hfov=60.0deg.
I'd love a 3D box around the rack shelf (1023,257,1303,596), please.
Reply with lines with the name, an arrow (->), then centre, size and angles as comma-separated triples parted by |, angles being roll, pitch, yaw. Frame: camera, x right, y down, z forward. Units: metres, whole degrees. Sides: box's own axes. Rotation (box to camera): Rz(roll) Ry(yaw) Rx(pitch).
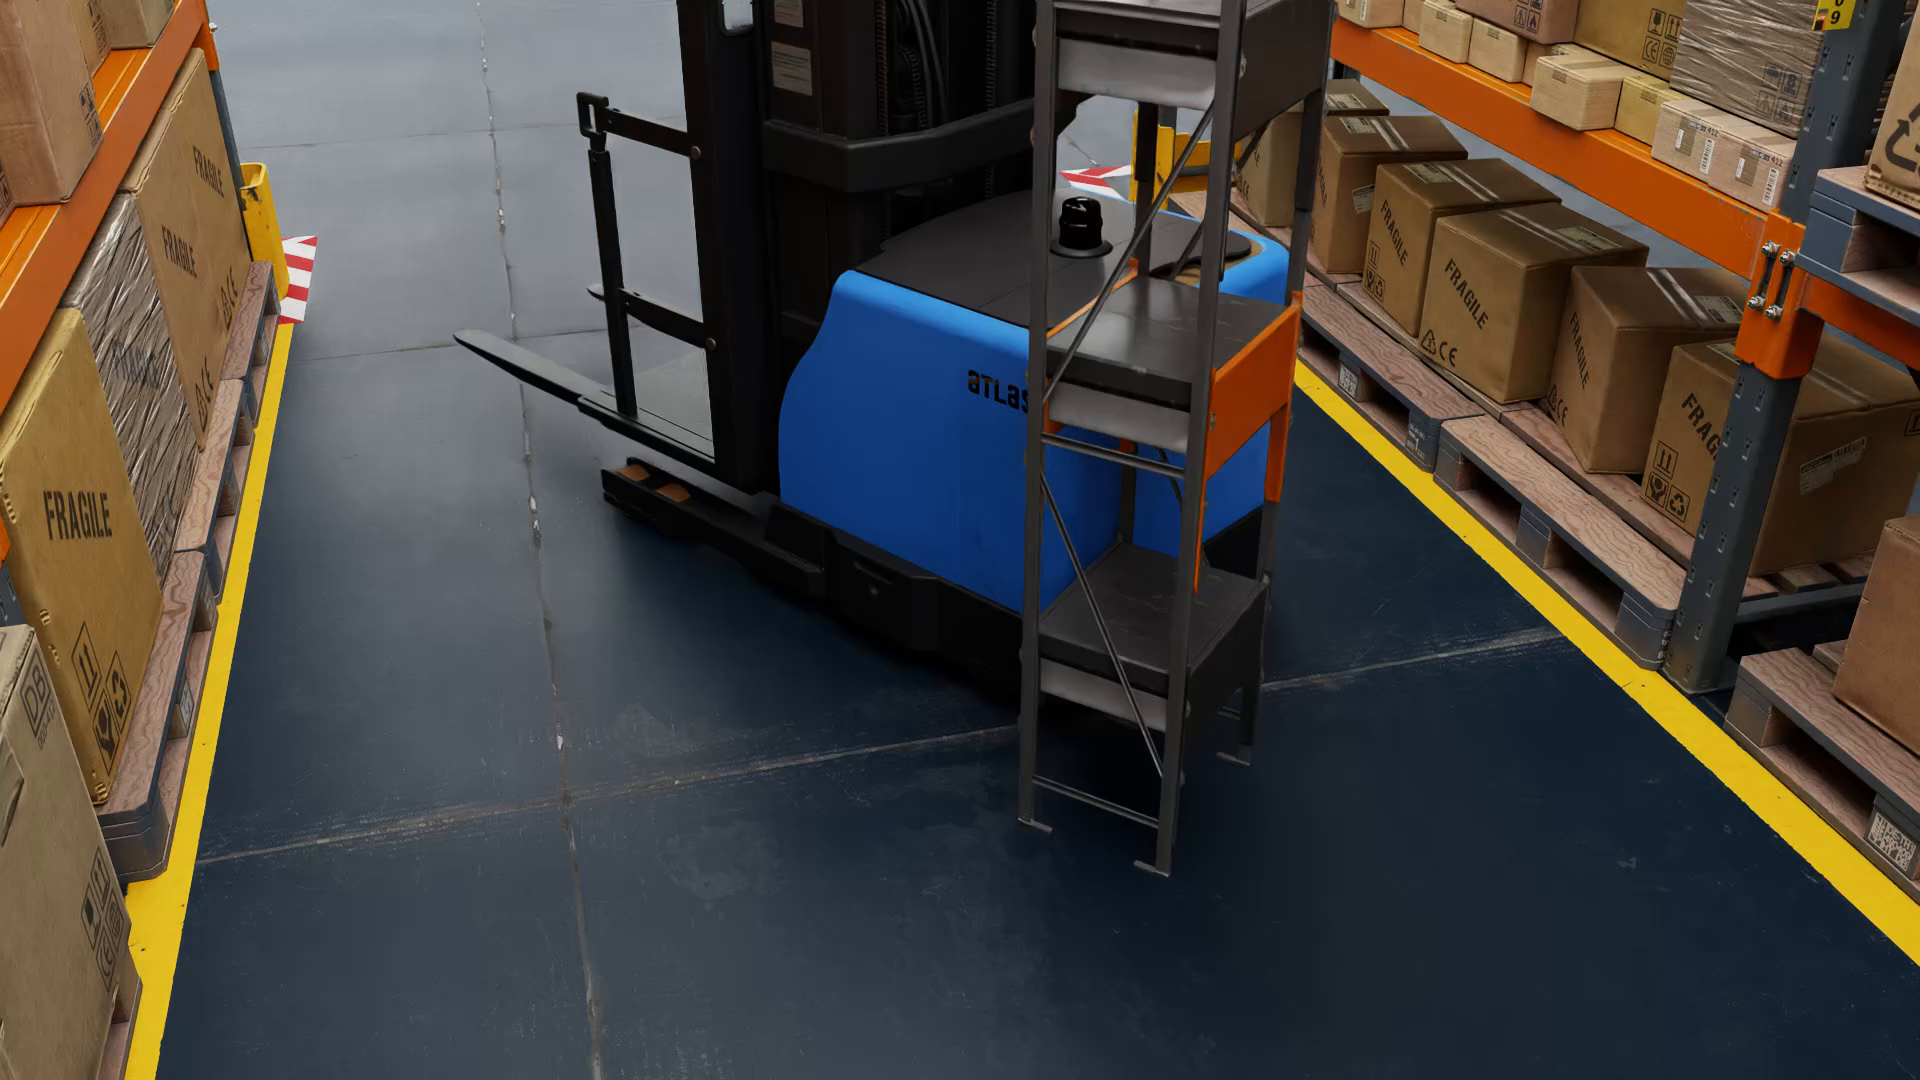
rack shelf -> 0.443, -0.263, 3.635 | 0.431, 0.518, 0.480 | 17, 34, 26

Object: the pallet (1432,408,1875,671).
pallet -> 2.226, -0.078, 5.175 | 1.003, 0.211, 1.213 | -8, 31, -13

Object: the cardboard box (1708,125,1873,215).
cardboard box -> 2.098, -0.922, 4.099 | 0.380, 0.149, 0.250 | -8, 31, -13

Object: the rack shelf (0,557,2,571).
rack shelf -> -1.840, 0.922, 1.380 | 1.077, 0.370, 4.000 | -8, 31, -13

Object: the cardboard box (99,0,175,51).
cardboard box -> -3.123, -1.916, 5.416 | 0.875, 0.550, 0.550 | -8, 31, -13

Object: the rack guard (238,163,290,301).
rack guard -> -3.439, -1.217, 6.853 | 1.175, 0.500, 0.348 | -8, 31, -13

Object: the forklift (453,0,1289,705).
forklift -> -0.516, -1.452, 4.833 | 3.031, 2.935, 1.130 | 24, 38, 35

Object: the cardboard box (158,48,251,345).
cardboard box -> -3.189, -1.230, 6.083 | 0.875, 0.875, 0.875 | -8, 31, -13

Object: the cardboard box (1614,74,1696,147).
cardboard box -> 2.032, -1.172, 4.532 | 0.380, 0.149, 0.250 | -8, 31, -13

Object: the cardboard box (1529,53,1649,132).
cardboard box -> 1.858, -1.278, 4.715 | 0.380, 0.149, 0.250 | -8, 31, -13

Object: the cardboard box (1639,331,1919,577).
cardboard box -> 2.371, -0.264, 4.788 | 0.500, 0.500, 0.500 | -9, 31, -15

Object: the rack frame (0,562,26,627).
rack frame -> -2.371, -0.355, 2.869 | 1.000, 3.000, 0.127 | -8, 31, -13

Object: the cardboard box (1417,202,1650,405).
cardboard box -> 1.971, -0.829, 5.764 | 0.500, 0.500, 0.500 | -11, 32, -18

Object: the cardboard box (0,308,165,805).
cardboard box -> -2.470, 0.070, 3.837 | 0.875, 0.875, 0.875 | -7, 31, -13

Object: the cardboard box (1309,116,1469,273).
cardboard box -> 1.718, -1.409, 6.767 | 0.500, 0.500, 0.500 | 0, 30, 0

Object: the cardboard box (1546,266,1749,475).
cardboard box -> 2.211, -0.540, 5.264 | 0.500, 0.500, 0.500 | 2, 30, 3

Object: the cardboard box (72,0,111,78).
cardboard box -> -3.095, -1.629, 4.920 | 0.875, 0.550, 0.550 | -8, 31, -13

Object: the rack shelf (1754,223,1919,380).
rack shelf -> 2.969, 0.312, 2.435 | 1.077, 0.370, 4.000 | -8, 31, -13

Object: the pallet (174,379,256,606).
pallet -> -2.824, -0.116, 5.240 | 1.003, 0.211, 1.213 | -8, 31, -13

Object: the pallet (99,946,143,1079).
pallet -> -2.093, 1.215, 2.941 | 1.003, 0.211, 1.213 | -8, 31, -13

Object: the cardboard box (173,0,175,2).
cardboard box -> -3.290, -2.179, 5.870 | 0.875, 0.550, 0.550 | -8, 31, -13

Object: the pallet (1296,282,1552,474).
pallet -> 1.899, -0.669, 6.195 | 1.003, 0.211, 1.213 | -8, 31, -13

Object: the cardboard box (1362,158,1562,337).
cardboard box -> 1.866, -1.105, 6.240 | 0.500, 0.500, 0.500 | -5, 30, -9

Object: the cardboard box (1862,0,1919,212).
cardboard box -> 2.514, -1.005, 2.973 | 1.000, 1.000, 1.000 | -8, 31, -13

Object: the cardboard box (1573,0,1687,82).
cardboard box -> 2.280, -1.609, 4.639 | 0.875, 0.500, 0.500 | -8, 31, -13

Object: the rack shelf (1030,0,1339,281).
rack shelf -> 0.443, -0.869, 3.285 | 0.431, 0.518, 0.480 | 17, 34, 26

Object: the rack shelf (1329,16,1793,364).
rack shelf -> 1.908, -1.620, 5.773 | 1.077, 0.370, 4.000 | -8, 31, -13

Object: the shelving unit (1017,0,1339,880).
shelving unit -> 0.443, -0.275, 3.628 | 0.431, 2.100, 0.503 | 17, 34, 26

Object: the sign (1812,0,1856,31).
sign -> 1.917, -1.264, 3.576 | 0.100, 0.325, 0.005 | -8, 31, -13

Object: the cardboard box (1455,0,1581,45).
cardboard box -> 2.050, -1.837, 5.033 | 0.875, 0.500, 0.500 | -8, 31, -13

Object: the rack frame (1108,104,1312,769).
rack frame -> 0.568, -0.379, 3.809 | 0.400, 2.100, 0.015 | 17, 34, 26

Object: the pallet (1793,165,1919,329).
pallet -> 2.501, -0.494, 3.301 | 1.003, 0.211, 1.213 | -8, 31, -13

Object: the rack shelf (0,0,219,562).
rack shelf -> -2.901, -1.009, 4.718 | 1.077, 0.370, 4.000 | -8, 31, -13

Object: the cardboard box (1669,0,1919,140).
cardboard box -> 2.379, -1.363, 4.214 | 0.875, 0.500, 0.500 | -8, 31, -13

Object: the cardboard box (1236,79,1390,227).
cardboard box -> 1.526, -1.694, 7.258 | 0.500, 0.500, 0.500 | -2, 30, -4

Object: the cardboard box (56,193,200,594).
cardboard box -> -2.713, -0.365, 4.588 | 0.875, 0.875, 0.875 | -8, 31, -13

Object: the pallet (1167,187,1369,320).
pallet -> 1.578, -1.257, 7.211 | 1.003, 0.211, 1.213 | -8, 31, -13

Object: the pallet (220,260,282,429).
pallet -> -3.145, -0.704, 6.256 | 1.003, 0.211, 1.213 | -8, 31, -13

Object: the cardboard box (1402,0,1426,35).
cardboard box -> 1.721, -1.779, 5.580 | 0.380, 0.149, 0.250 | -8, 31, -13

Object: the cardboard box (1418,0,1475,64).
cardboard box -> 1.714, -1.648, 5.354 | 0.380, 0.149, 0.250 | -8, 31, -13

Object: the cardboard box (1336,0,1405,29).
cardboard box -> 1.527, -1.882, 5.758 | 0.380, 0.149, 0.250 | -8, 31, -13

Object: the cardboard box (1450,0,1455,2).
cardboard box -> 1.957, -2.084, 5.460 | 0.875, 0.500, 0.500 | -8, 31, -13

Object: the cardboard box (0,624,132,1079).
cardboard box -> -2.119, 0.725, 2.830 | 1.050, 0.750, 0.750 | -8, 31, -14

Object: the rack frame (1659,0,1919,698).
rack frame -> 2.438, -0.966, 3.924 | 1.000, 3.000, 0.127 | -8, 31, -13

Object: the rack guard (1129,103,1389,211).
rack guard -> 1.397, -1.779, 7.824 | 1.175, 0.500, 0.348 | -8, 31, -13

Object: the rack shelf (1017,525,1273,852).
rack shelf -> 0.442, 0.343, 3.986 | 0.431, 0.518, 0.480 | 17, 34, 26

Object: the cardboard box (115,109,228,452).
cardboard box -> -2.953, -0.806, 5.349 | 0.875, 0.875, 0.875 | -8, 31, -14

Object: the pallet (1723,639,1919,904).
pallet -> 2.646, 0.617, 3.973 | 1.003, 0.211, 1.213 | -8, 31, -13

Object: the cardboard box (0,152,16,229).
cardboard box -> -2.648, -0.859, 3.590 | 0.875, 0.550, 0.550 | -8, 31, -13

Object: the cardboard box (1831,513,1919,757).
cardboard box -> 2.581, 0.225, 3.923 | 0.700, 0.500, 0.500 | -10, 32, -17

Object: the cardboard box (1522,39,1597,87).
cardboard box -> 1.919, -1.417, 4.954 | 0.380, 0.149, 0.250 | -8, 31, -13

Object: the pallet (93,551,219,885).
pallet -> -2.497, 0.474, 4.220 | 1.003, 0.211, 1.213 | -8, 31, -13

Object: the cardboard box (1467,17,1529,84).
cardboard box -> 1.814, -1.532, 5.153 | 0.380, 0.149, 0.250 | -8, 31, -13

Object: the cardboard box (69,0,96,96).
cardboard box -> -2.915, -1.378, 4.487 | 0.875, 0.550, 0.500 | -8, 31, -13

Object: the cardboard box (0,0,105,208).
cardboard box -> -2.678, -1.135, 4.068 | 0.875, 0.550, 0.550 | -8, 31, -13

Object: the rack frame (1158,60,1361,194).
rack frame -> 1.377, -2.897, 7.262 | 1.000, 3.000, 0.127 | -8, 31, -13

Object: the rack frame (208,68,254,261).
rack frame -> -3.432, -2.287, 6.207 | 1.000, 3.000, 0.127 | -8, 31, -13

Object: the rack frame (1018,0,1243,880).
rack frame -> 0.317, -0.170, 3.447 | 0.400, 2.100, 0.015 | 17, 34, 26

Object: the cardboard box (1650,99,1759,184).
cardboard box -> 2.041, -1.044, 4.309 | 0.380, 0.149, 0.250 | -8, 31, -13
